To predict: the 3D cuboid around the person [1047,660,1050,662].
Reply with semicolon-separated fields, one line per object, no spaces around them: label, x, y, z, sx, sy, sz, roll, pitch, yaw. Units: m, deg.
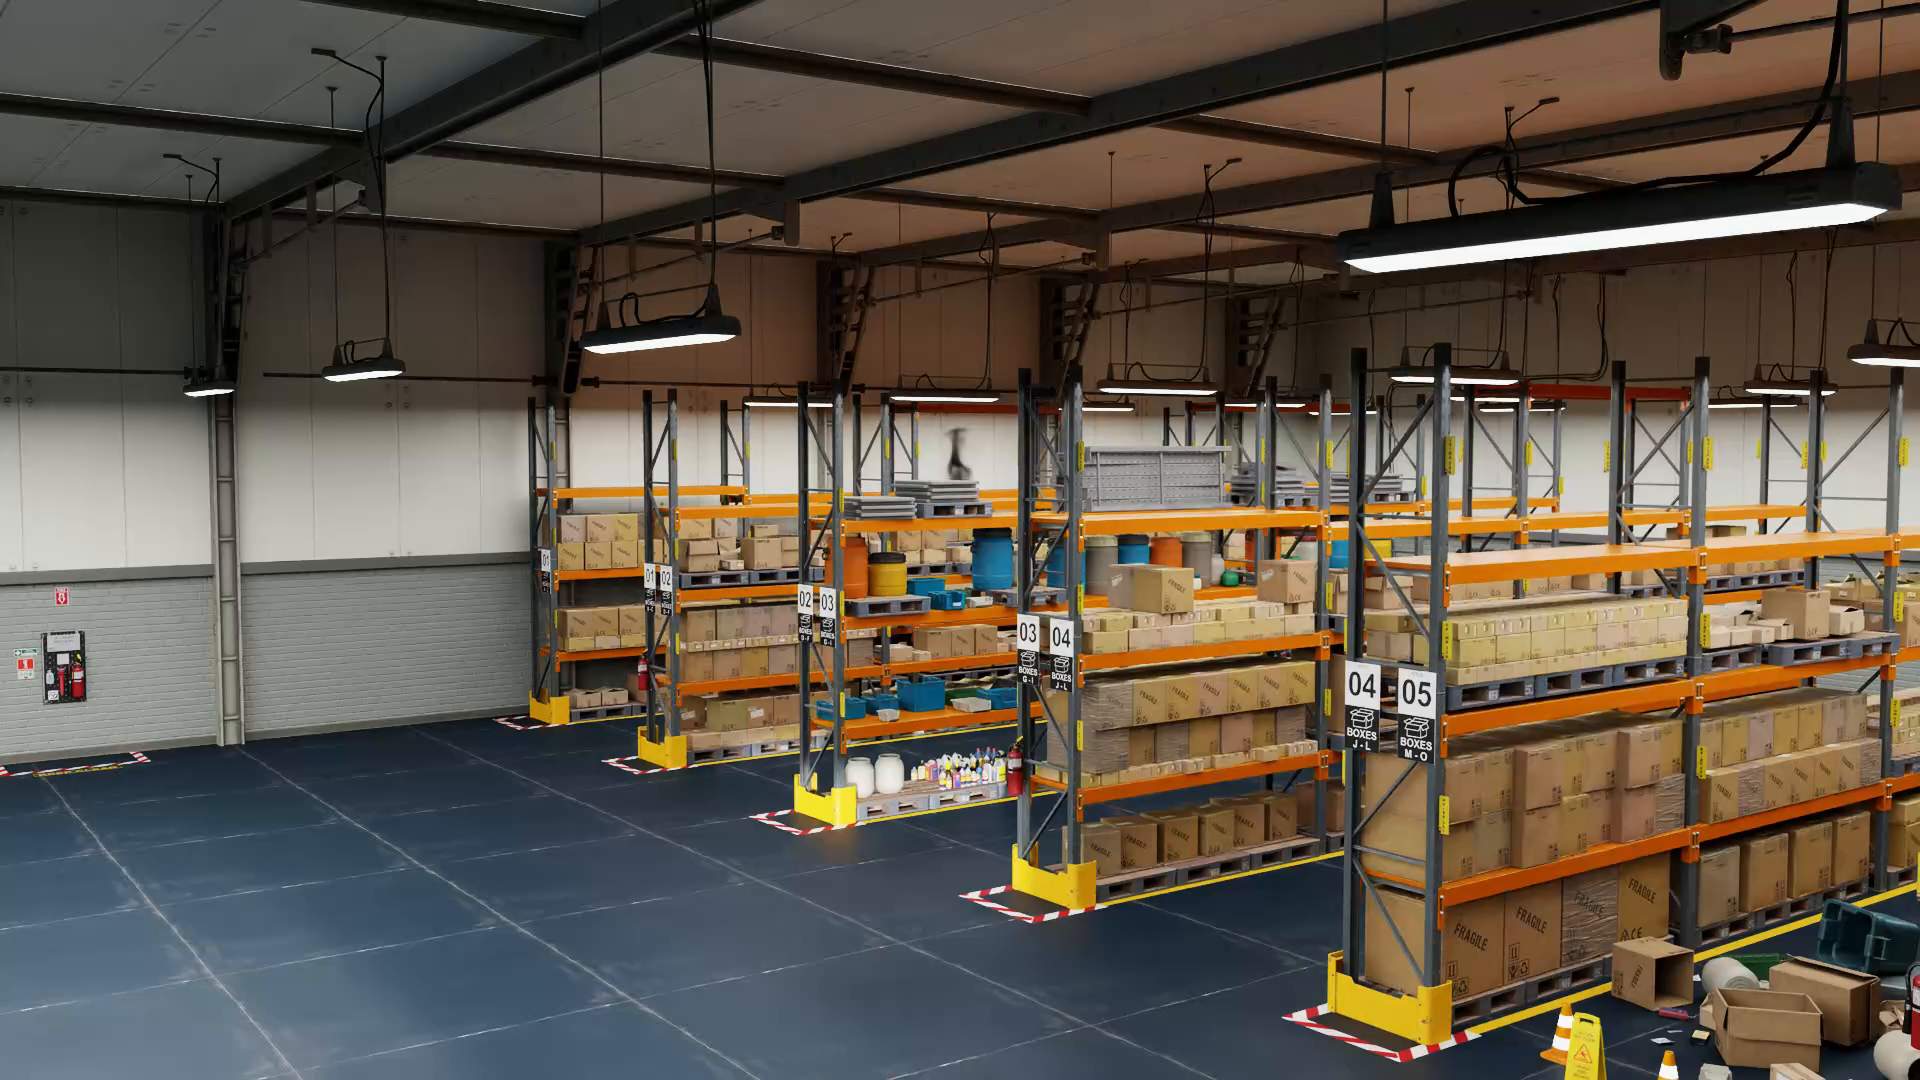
person;2.001;2.335;34.100;0.758;1.628;0.588;-3;4;-40
